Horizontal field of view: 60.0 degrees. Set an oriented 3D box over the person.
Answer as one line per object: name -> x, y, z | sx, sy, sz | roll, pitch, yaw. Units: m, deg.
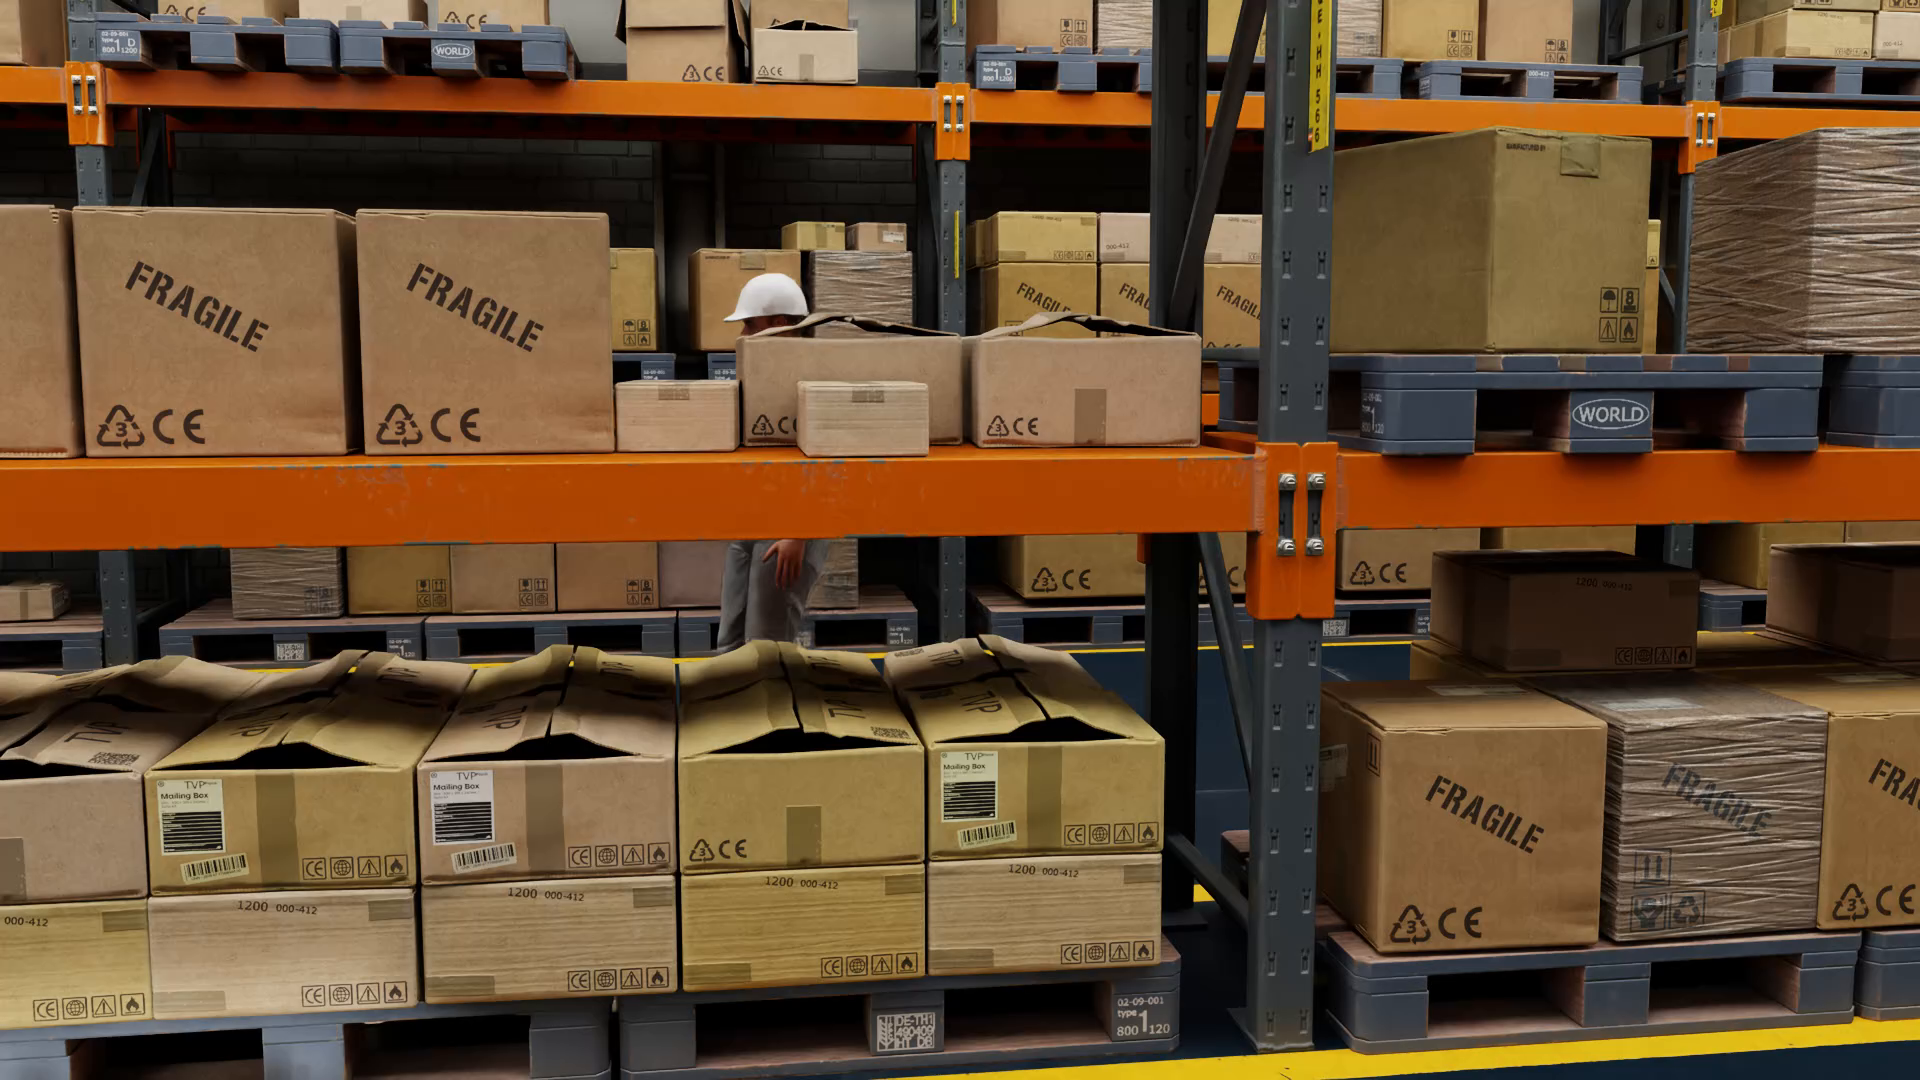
person -> -0.670, -0.016, 5.657 | 0.692, 1.767, 0.556 | -3, 7, -27
